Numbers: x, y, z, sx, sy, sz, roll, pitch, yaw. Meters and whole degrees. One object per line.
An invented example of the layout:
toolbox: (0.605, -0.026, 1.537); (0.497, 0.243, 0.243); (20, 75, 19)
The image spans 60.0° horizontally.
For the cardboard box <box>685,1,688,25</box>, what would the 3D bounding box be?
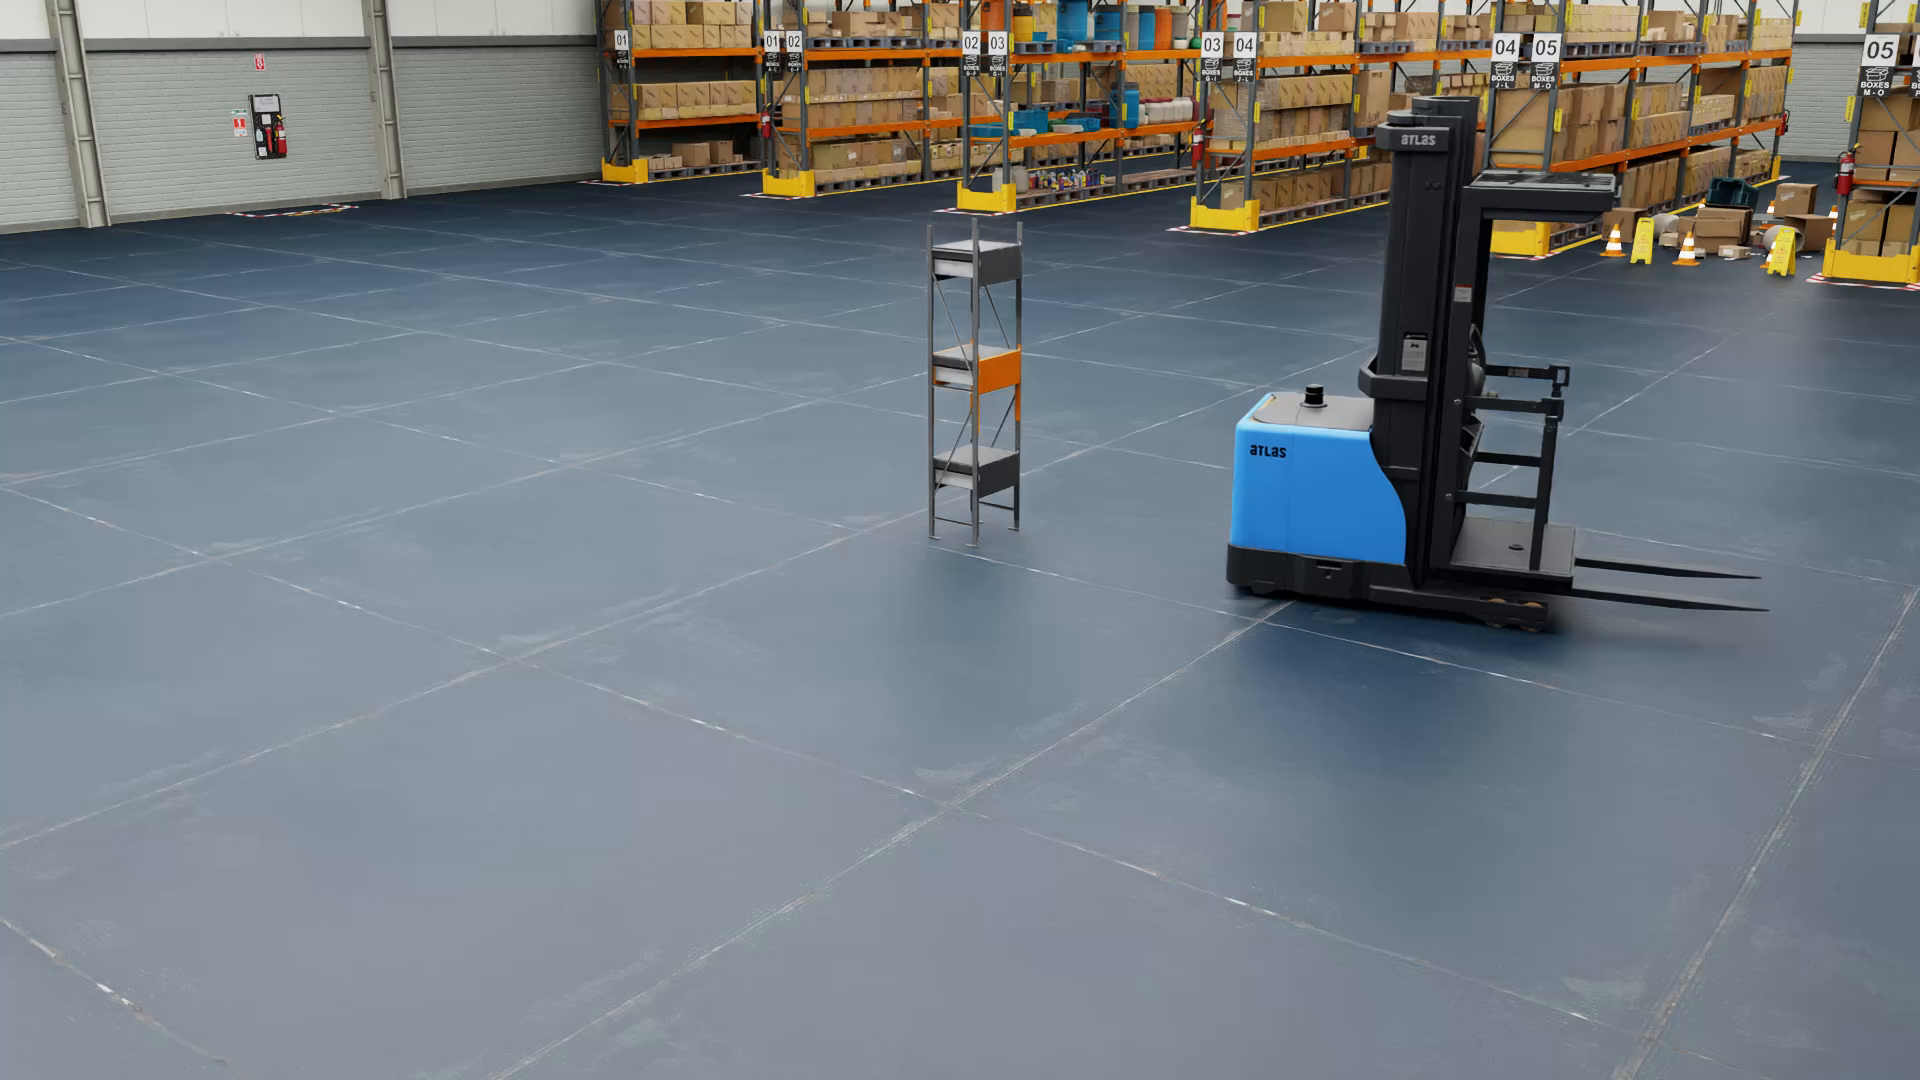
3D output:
cardboard box: (-6.487, -11.857, 37.421); (0.500, 0.500, 0.500); (12, 21, 35)

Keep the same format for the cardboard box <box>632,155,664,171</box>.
cardboard box: (-6.983, -8.452, 37.194); (0.500, 0.311, 0.500); (10, 20, 29)

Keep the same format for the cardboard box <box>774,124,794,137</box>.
cardboard box: (-4.399, -9.988, 40.557); (0.500, 0.250, 0.500); (12, 21, 34)

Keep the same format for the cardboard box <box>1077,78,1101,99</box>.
cardboard box: (3.202, -11.535, 42.455); (0.700, 0.500, 0.500); (5, 18, 16)

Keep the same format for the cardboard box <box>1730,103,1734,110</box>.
cardboard box: (15.462, -8.801, 33.742); (0.380, 0.149, 0.250); (13, 22, 36)

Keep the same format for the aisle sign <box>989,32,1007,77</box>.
aisle sign: (0.682, -8.799, 30.136); (0.394, 0.787, 0.004); (12, 21, 35)

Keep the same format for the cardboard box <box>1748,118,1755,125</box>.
cardboard box: (16.552, -8.858, 35.133); (0.380, 0.149, 0.250); (13, 21, 36)

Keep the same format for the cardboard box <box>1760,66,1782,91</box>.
cardboard box: (17.549, -10.055, 36.208); (0.500, 0.500, 0.500); (12, 21, 33)

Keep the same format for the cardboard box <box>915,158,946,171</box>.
cardboard box: (-0.664, -8.395, 37.147); (0.500, 0.250, 0.500); (12, 21, 33)

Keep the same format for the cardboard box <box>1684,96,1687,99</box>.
cardboard box: (14.317, -8.812, 33.276); (0.380, 0.149, 0.250); (12, 21, 34)

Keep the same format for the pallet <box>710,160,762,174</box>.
pallet: (-5.456, -8.832, 39.327); (1.003, 0.211, 1.213); (12, 21, 35)

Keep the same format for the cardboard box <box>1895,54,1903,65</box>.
cardboard box: (12.414, -6.447, 22.311); (0.380, 0.149, 0.250); (13, 21, 35)

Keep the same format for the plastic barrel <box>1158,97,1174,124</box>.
plastic barrel: (4.314, -9.111, 35.295); (0.433, 0.535, 0.433); (0, 17, 0)

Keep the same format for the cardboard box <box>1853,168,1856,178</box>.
cardboard box: (12.539, -5.087, 22.989); (0.380, 0.149, 0.250); (12, 21, 34)

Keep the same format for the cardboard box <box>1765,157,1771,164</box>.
cardboard box: (17.838, -8.466, 37.046); (0.380, 0.149, 0.250); (12, 21, 33)

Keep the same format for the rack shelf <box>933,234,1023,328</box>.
rack shelf: (0.099, -1.698, 10.856); (0.431, 0.518, 0.480); (12, 21, 35)

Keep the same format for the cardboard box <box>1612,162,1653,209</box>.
cardboard box: (11.649, -6.322, 29.629); (1.050, 0.750, 0.750); (12, 21, 35)

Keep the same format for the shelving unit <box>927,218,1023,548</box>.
shelving unit: (0.099, -1.042, 11.059); (0.431, 2.100, 0.503); (12, 21, 35)

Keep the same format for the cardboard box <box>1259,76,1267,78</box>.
cardboard box: (5.189, -7.832, 29.049); (0.500, 0.500, 0.500); (12, 21, 35)

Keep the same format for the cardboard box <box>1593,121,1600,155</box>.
cardboard box: (9.837, -6.542, 26.999); (0.875, 0.550, 0.550); (12, 21, 35)

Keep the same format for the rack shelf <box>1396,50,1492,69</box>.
rack shelf: (10.425, -10.222, 35.257); (1.077, 0.370, 4.000); (12, 21, 35)

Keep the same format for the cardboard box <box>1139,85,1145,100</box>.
cardboard box: (4.488, -11.604, 43.384); (0.500, 0.500, 0.500); (13, 21, 36)

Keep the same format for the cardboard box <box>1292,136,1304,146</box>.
cardboard box: (5.800, -6.997, 29.141); (0.380, 0.149, 0.250); (12, 21, 35)

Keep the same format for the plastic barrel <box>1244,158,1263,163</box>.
plastic barrel: (6.880, -9.387, 39.245); (0.600, 0.901, 0.708); (12, 21, 35)

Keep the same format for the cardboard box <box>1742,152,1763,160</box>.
cardboard box: (17.243, -8.355, 36.188); (0.380, 0.149, 0.250); (13, 22, 37)

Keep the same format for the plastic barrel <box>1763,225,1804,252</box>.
plastic barrel: (12.441, -4.529, 25.114); (0.421, 0.421, 0.512); (-4, 18, -13)

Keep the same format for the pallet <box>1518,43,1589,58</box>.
pallet: (8.824, -7.419, 25.168); (1.003, 0.211, 1.213); (12, 21, 35)

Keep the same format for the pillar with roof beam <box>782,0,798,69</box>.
pillar with roof beam: (-0.712, -13.230, 38.672); (9.100, 9.000, 0.400); (12, 21, 35)

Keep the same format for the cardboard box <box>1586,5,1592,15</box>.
cardboard box: (9.298, -7.996, 25.079); (0.380, 0.149, 0.250); (13, 21, 35)

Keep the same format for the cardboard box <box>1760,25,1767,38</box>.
cardboard box: (16.320, -10.498, 34.344); (0.500, 0.250, 0.500); (12, 21, 34)

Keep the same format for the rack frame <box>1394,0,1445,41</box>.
rack frame: (9.234, -11.521, 33.171); (1.000, 3.000, 0.127); (12, 21, 35)

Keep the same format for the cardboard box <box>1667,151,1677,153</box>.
cardboard box: (13.646, -7.452, 32.426); (0.500, 0.250, 0.500); (13, 21, 35)

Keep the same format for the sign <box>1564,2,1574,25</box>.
sign: (8.832, -7.639, 24.119); (0.100, 0.325, 0.005); (12, 21, 35)

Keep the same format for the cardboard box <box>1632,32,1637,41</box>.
cardboard box: (10.813, -8.221, 27.147); (0.380, 0.149, 0.250); (12, 21, 34)

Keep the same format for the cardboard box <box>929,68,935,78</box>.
cardboard box: (-1.006, -12.394, 44.130); (0.500, 0.250, 0.500); (13, 21, 36)

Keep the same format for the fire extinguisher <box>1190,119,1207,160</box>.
fire extinguisher: (4.029, -6.768, 28.111); (0.296, 0.674, 0.183); (12, 21, 35)

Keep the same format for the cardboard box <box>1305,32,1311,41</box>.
cardboard box: (5.876, -8.763, 28.927); (0.380, 0.149, 0.250); (11, 21, 33)

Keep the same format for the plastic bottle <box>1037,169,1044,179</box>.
plastic bottle: (1.582, -7.214, 33.143); (0.144, 0.351, 0.185); (13, 22, 37)

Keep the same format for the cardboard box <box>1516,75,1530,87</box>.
cardboard box: (12.714, -10.347, 37.993); (0.500, 0.500, 0.500); (12, 21, 33)

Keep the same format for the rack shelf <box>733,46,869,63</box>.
rack shelf: (-3.892, -11.895, 40.645); (1.077, 0.370, 4.000); (12, 21, 35)

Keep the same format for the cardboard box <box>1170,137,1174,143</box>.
cardboard box: (5.607, -10.917, 45.375); (0.380, 0.166, 0.250); (12, 21, 35)

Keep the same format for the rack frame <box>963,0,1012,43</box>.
rack frame: (0.489, -10.491, 29.854); (1.000, 3.000, 0.127); (12, 21, 35)

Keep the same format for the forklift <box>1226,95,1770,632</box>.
forklift: (3.205, -1.051, 9.687); (3.031, 2.935, 1.130); (7, 18, 20)

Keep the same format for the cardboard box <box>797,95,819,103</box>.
cardboard box: (-3.080, -8.915, 33.632); (0.380, 0.149, 0.250); (12, 21, 34)

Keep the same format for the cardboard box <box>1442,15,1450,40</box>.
cardboard box: (9.539, -10.497, 34.047); (0.797, 0.503, 0.637); (14, 22, 38)

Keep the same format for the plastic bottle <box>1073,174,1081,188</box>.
plastic bottle: (2.314, -7.123, 32.975); (0.152, 0.276, 0.135); (13, 21, 36)

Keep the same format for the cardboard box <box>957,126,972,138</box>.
cardboard box: (0.211, -11.402, 46.408); (0.700, 0.500, 0.500); (13, 21, 35)

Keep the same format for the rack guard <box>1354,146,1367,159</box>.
rack guard: (10.026, -10.251, 43.412); (1.175, 0.500, 0.348); (12, 21, 35)

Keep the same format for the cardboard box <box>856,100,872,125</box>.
cardboard box: (-2.278, -9.028, 35.090); (0.700, 0.500, 0.500); (13, 22, 36)

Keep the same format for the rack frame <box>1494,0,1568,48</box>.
rack frame: (8.390, -8.715, 24.135); (1.000, 3.000, 0.127); (12, 21, 35)

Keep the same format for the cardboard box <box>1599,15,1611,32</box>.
cardboard box: (9.785, -8.032, 25.867); (0.500, 0.250, 0.500); (12, 21, 34)

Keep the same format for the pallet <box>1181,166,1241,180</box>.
pallet: (5.692, -8.395, 37.921); (1.003, 0.211, 1.213); (12, 21, 35)

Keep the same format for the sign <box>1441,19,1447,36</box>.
sign: (9.668, -10.239, 33.229); (0.100, 0.325, 0.005); (12, 21, 35)

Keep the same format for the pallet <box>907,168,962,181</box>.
pallet: (-0.696, -8.306, 37.634); (1.003, 0.211, 1.213); (12, 21, 35)

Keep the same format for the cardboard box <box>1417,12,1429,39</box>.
cardboard box: (8.854, -10.093, 32.619); (0.500, 0.500, 0.500); (12, 21, 35)

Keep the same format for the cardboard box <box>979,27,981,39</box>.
cardboard box: (0.407, -11.589, 37.991); (0.500, 0.250, 0.500); (12, 21, 34)

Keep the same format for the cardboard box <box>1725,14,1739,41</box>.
cardboard box: (15.226, -10.319, 33.479); (0.700, 0.500, 0.500); (12, 21, 35)

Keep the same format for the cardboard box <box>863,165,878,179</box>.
cardboard box: (-2.093, -7.835, 35.345); (0.500, 0.250, 0.500); (12, 21, 35)
